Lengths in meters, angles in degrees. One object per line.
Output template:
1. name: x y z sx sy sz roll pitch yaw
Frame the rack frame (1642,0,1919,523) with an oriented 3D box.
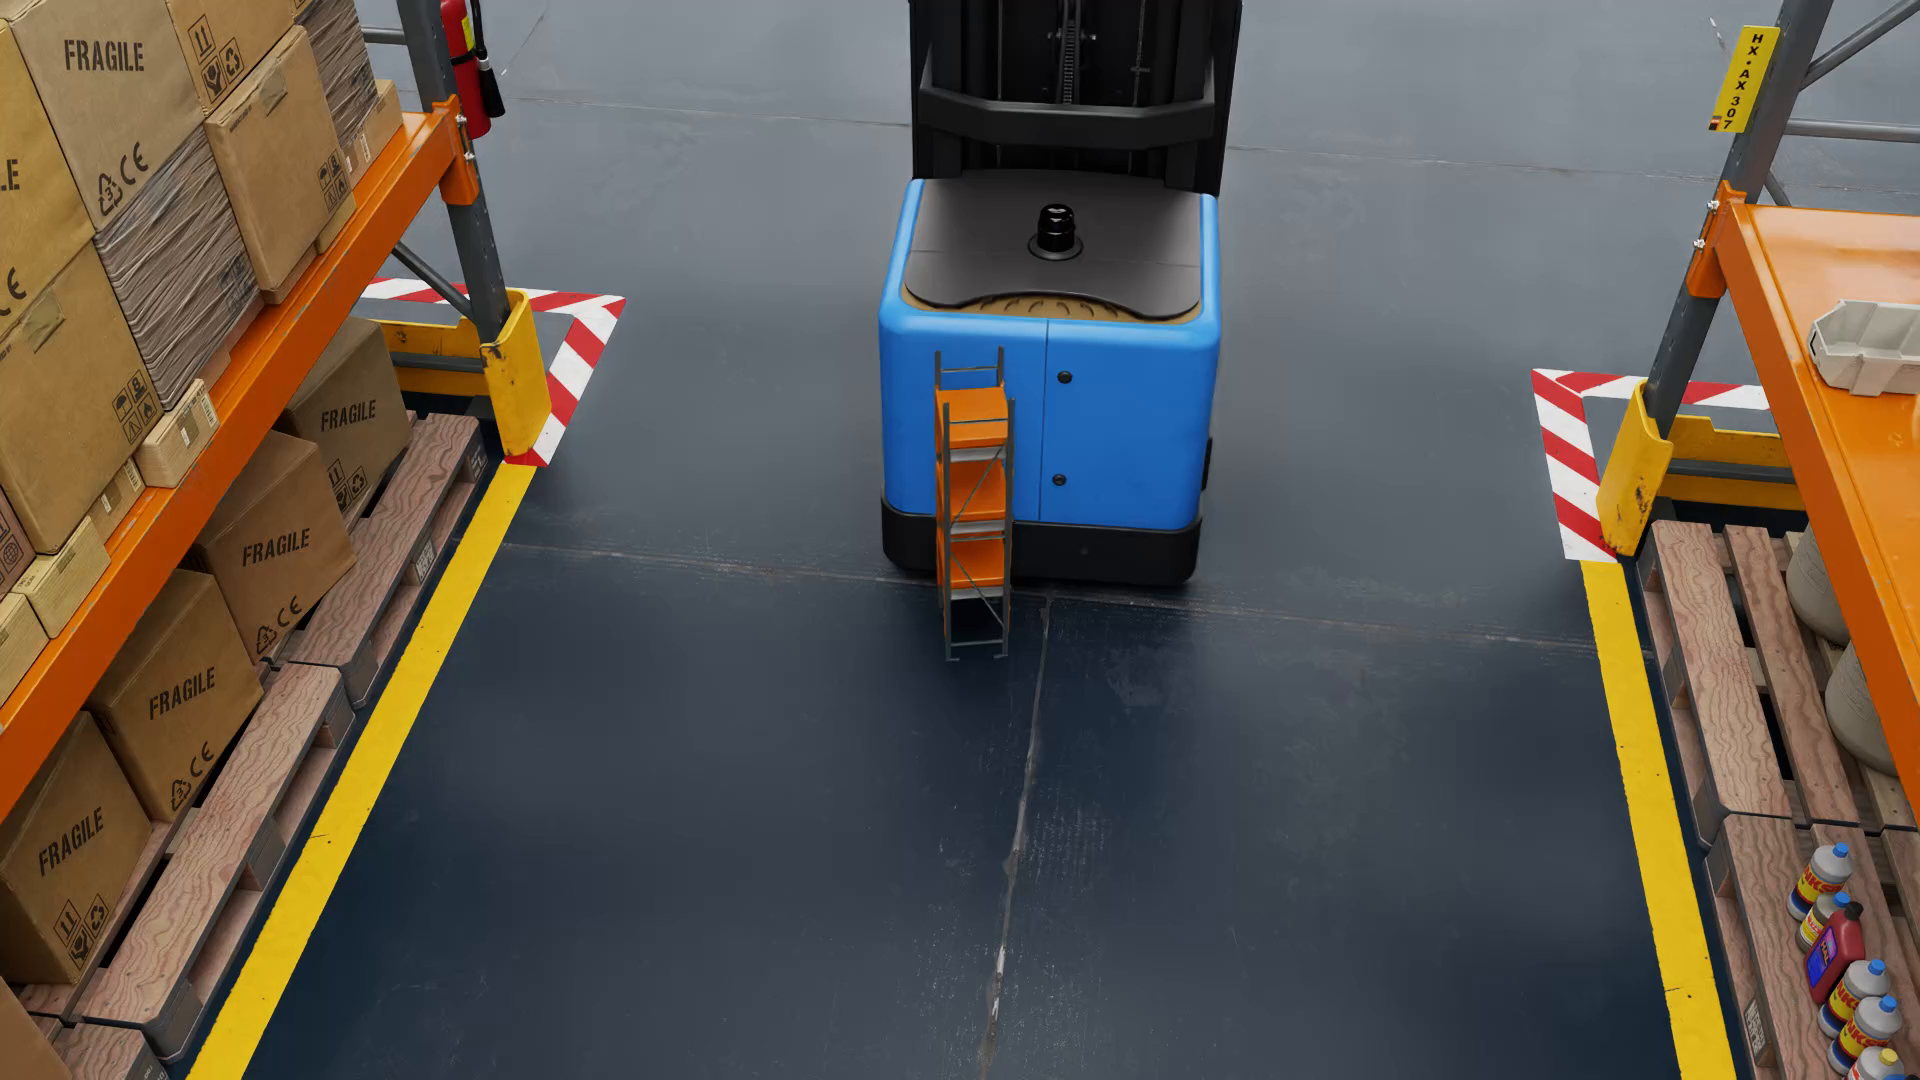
1. rack frame: 2.785 -1.161 4.795 1.000 3.000 0.127 5 44 6

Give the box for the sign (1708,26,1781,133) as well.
1. sign: 2.240 -1.315 4.755 0.100 0.325 0.005 5 44 6

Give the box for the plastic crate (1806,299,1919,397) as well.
1. plastic crate: 2.348 -0.485 4.272 0.298 0.136 0.250 5 44 6

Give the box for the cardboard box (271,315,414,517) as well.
1. cardboard box: -2.223 -0.432 5.537 0.500 0.500 0.500 13 45 13

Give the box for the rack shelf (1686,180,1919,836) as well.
1. rack shelf: 2.521 0.463 3.602 1.077 0.370 4.000 5 44 6

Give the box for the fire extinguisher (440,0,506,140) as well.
1. fire extinguisher: -1.652 -1.619 5.335 0.296 0.674 0.183 5 44 6

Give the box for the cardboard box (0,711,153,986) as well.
1. cardboard box: -2.488 0.780 4.258 0.500 0.500 0.500 2 43 2

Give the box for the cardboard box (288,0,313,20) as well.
1. cardboard box: -1.952 -1.721 4.370 0.500 0.500 0.500 5 44 6

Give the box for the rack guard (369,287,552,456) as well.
1. rack guard: -2.134 -0.652 6.075 1.175 0.500 0.348 5 44 6

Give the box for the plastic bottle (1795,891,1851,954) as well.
1. plastic bottle: 2.223 0.973 4.256 0.097 0.201 0.097 0 43 0

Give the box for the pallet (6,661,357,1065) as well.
1. pallet: -2.441 0.833 4.717 1.003 0.211 1.213 5 44 6

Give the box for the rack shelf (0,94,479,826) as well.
1. rack shelf: -2.389 0.013 4.078 1.077 0.370 4.000 5 44 6

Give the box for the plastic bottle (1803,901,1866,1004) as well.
1. plastic bottle: 2.189 1.025 4.141 0.061 0.283 0.133 6 44 6

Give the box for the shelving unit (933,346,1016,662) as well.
1. shelving unit: 0.040 -0.086 5.076 0.215 1.050 0.252 -4 43 -4

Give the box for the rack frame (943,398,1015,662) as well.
1. rack frame: 0.053 -0.003 4.987 0.200 1.050 0.008 -4 43 -4

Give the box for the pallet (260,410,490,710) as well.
1. pallet: -2.277 0.003 5.593 1.003 0.211 1.213 5 44 6

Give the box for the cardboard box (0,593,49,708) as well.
1. cardboard box: -2.186 0.233 3.505 0.380 0.149 0.250 5 44 6

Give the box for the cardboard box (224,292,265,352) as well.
1. cardboard box: -2.096 -0.626 4.412 0.380 0.149 0.250 5 44 6

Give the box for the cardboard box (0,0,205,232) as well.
1. cardboard box: -2.081 -1.040 3.650 0.500 0.500 0.500 5 44 6

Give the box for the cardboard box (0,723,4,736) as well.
1. cardboard box: -2.178 0.407 3.321 0.380 0.149 0.250 5 44 6

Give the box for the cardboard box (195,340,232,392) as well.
1. cardboard box: -2.106 -0.454 4.230 0.380 0.149 0.250 5 44 6

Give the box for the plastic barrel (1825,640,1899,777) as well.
1. plastic barrel: 2.708 0.387 4.664 0.421 0.512 0.421 0 43 0

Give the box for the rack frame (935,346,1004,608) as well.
1. rack frame: 0.027 -0.169 5.165 0.200 1.050 0.008 -4 43 -4

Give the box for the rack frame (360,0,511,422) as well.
1. rack frame: -2.124 -1.611 5.270 1.000 3.000 0.127 5 44 6

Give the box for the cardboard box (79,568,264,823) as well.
1. cardboard box: -2.370 0.403 4.655 0.500 0.500 0.500 9 44 9

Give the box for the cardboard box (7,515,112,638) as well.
1. cardboard box: -2.142 0.063 3.684 0.380 0.149 0.250 5 44 6

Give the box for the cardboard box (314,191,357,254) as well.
1. cardboard box: -1.973 -0.962 4.767 0.380 0.149 0.250 5 44 6

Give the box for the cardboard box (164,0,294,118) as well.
1. cardboard box: -2.013 -1.380 4.010 0.500 0.500 0.500 5 44 6

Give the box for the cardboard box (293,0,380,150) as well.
1. cardboard box: -2.224 -1.383 4.740 0.875 0.500 0.500 5 44 6

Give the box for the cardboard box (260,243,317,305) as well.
1. cardboard box: -2.021 -0.793 4.588 0.380 0.149 0.250 5 44 6

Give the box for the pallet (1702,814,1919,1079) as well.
1. pallet: 2.545 1.290 4.234 1.003 0.211 1.213 5 44 6

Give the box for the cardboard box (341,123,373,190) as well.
1. cardboard box: -1.991 -1.137 4.952 0.380 0.149 0.250 5 44 6

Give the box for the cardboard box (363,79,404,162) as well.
1. cardboard box: -1.957 -1.307 5.132 0.380 0.149 0.250 5 44 6

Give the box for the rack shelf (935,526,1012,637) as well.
1. rack shelf: 0.040 0.125 5.273 0.215 0.259 0.240 -4 43 -4

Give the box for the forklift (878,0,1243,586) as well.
1. forklift: 0.401 -1.925 5.651 1.130 2.935 3.031 4 44 4

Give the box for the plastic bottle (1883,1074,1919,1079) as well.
1. plastic bottle: 2.151 1.317 3.842 0.097 0.271 0.097 0 43 0

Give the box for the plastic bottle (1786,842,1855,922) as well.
1. plastic bottle: 2.237 0.877 4.306 0.097 0.271 0.097 0 43 0

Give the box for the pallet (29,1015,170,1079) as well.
1. pallet: -2.599 1.666 3.837 1.003 0.211 1.213 5 44 6

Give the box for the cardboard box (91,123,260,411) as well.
1. cardboard box: -2.280 -0.695 4.013 0.875 0.500 0.500 5 44 6

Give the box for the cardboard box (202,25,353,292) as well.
1. cardboard box: -2.171 -1.032 4.369 0.875 0.500 0.500 5 44 6

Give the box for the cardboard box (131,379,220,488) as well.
1. cardboard box: -2.052 -0.275 4.042 0.380 0.149 0.250 5 44 6

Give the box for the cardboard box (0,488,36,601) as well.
1. cardboard box: -2.465 -0.018 3.298 0.875 0.500 0.500 5 44 6

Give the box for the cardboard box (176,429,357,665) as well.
1. cardboard box: -2.269 -0.022 5.104 0.500 0.500 0.500 16 46 16

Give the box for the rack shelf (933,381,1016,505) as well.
1. rack shelf: 0.040 -0.286 4.889 0.215 0.259 0.240 -4 43 -4

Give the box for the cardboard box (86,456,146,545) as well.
1. cardboard box: -2.153 -0.111 3.869 0.380 0.149 0.250 5 44 6

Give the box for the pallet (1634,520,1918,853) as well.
1. pallet: 2.709 0.461 5.110 1.003 0.211 1.213 5 44 6

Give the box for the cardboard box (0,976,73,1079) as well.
1. cardboard box: -2.492 1.210 3.803 0.500 0.500 0.500 19 46 19

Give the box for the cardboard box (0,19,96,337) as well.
1. cardboard box: -2.155 -0.700 3.291 0.500 0.500 0.500 5 44 6

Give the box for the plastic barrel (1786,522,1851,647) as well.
1. plastic barrel: 2.774 0.045 5.025 0.421 0.512 0.421 0 43 0

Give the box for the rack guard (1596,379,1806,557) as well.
1. rack guard: 2.822 -0.197 5.595 1.175 0.500 0.348 5 44 6

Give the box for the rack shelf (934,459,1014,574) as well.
1. rack shelf: 0.040 -0.078 5.083 0.215 0.259 0.240 -4 43 -4

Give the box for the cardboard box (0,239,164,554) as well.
1. cardboard box: -2.358 -0.355 3.654 0.875 0.500 0.500 5 44 6

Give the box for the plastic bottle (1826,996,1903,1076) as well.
1. plastic bottle: 2.178 1.179 3.988 0.097 0.271 0.097 0 43 0

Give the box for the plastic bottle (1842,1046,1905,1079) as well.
1. plastic bottle: 2.165 1.272 3.940 0.097 0.201 0.097 0 43 0

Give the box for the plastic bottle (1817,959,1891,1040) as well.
1. plastic bottle: 2.191 1.111 4.060 0.097 0.271 0.097 0 43 0
